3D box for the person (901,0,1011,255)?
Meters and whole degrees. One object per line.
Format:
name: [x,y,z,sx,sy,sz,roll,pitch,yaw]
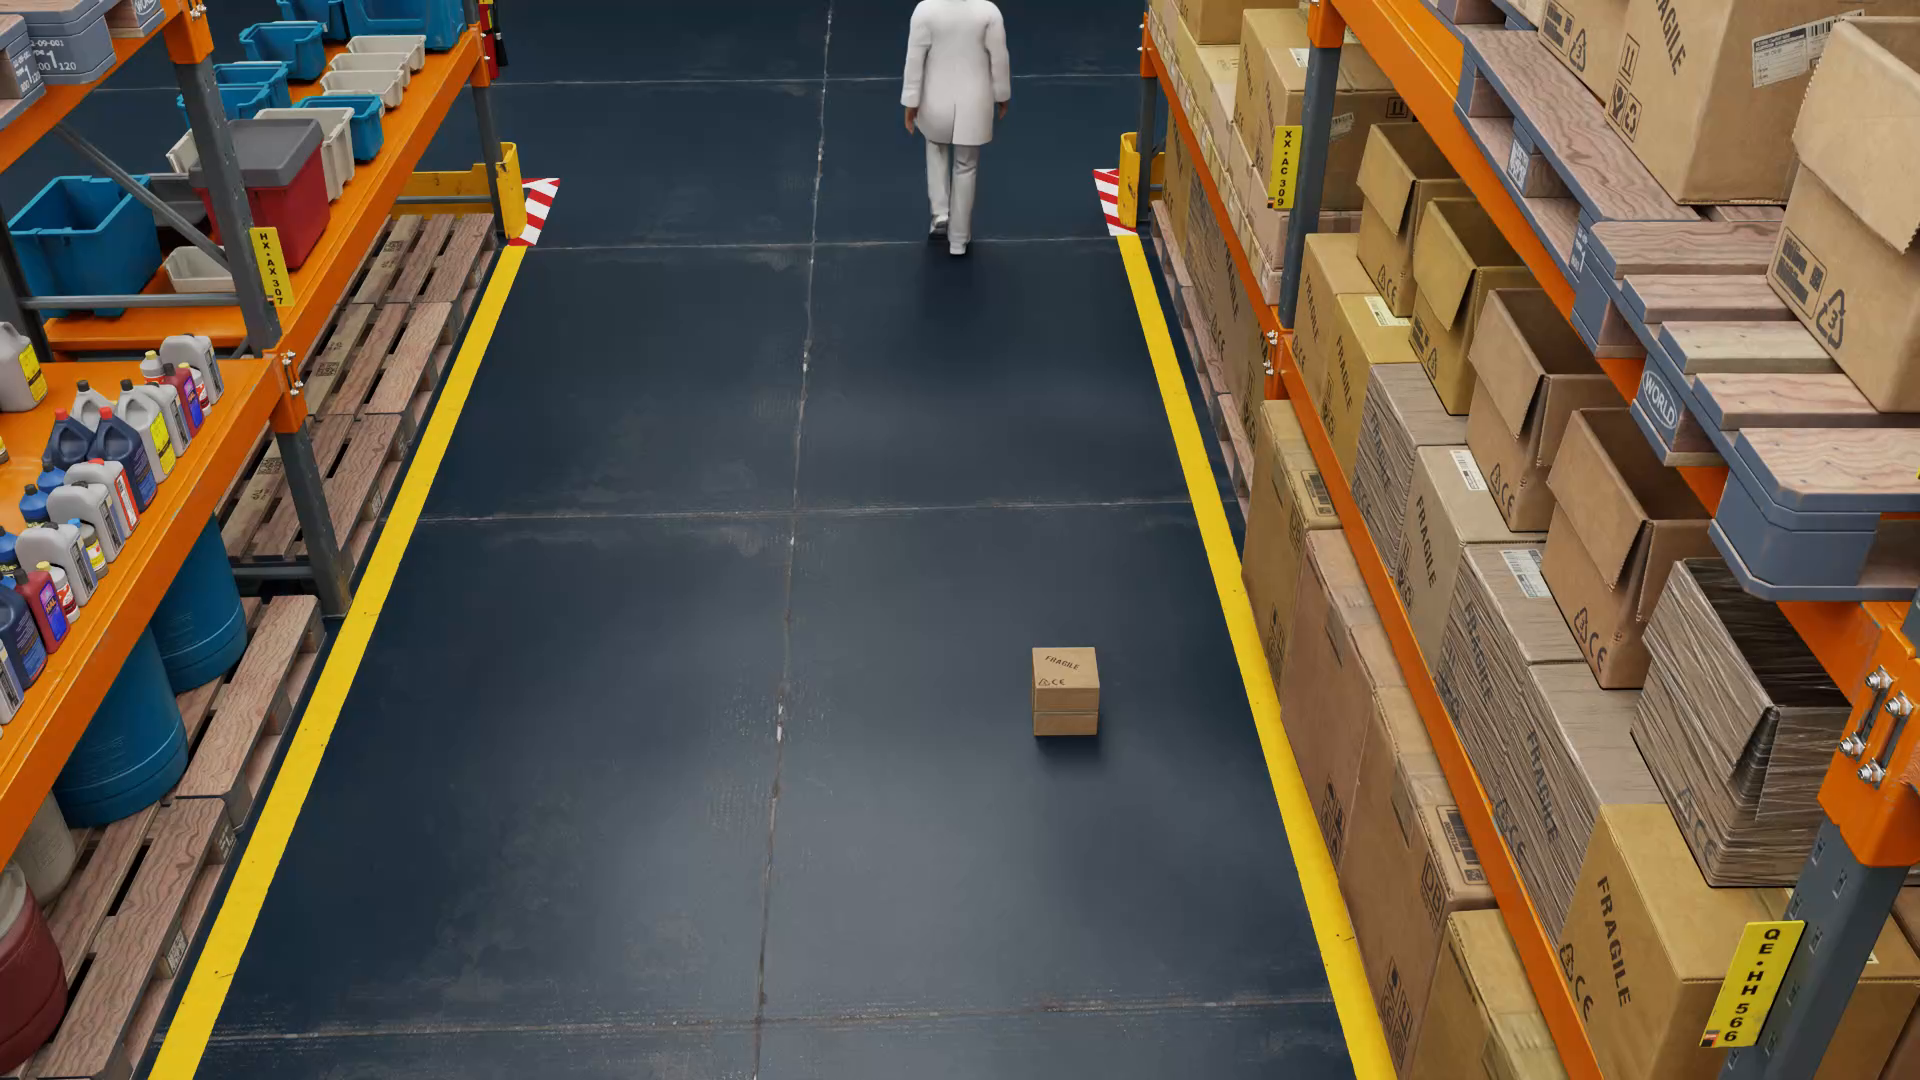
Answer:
person: [-0.022,-2.589,9.870,0.644,1.800,0.554,2,35,3]
